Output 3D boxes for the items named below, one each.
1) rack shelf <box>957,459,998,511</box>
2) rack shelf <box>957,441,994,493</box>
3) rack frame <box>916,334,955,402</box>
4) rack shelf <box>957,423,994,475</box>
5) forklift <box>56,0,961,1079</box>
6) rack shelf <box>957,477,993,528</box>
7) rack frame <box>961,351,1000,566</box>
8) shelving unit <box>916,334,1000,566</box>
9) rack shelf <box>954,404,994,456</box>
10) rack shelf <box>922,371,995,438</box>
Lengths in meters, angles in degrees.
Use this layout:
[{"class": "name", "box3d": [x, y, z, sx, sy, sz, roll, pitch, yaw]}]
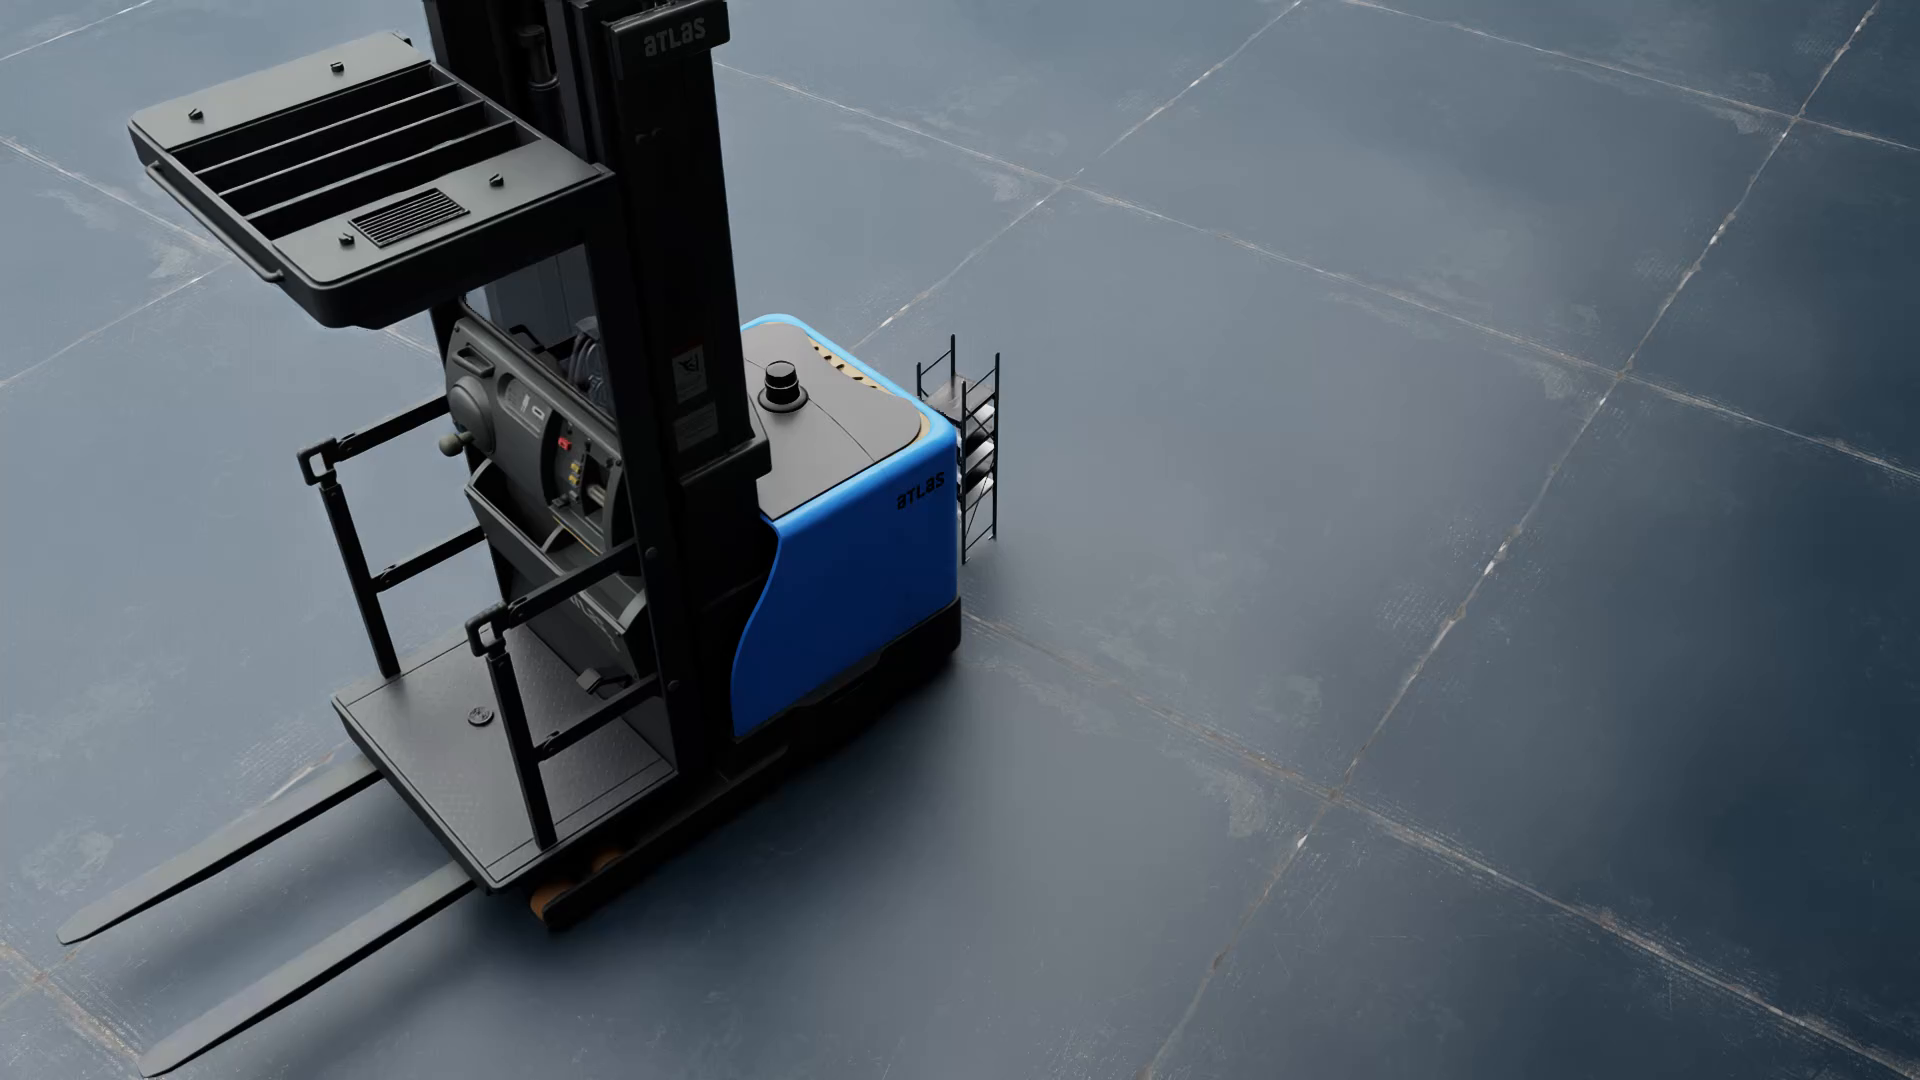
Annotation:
[{"class": "rack shelf", "box3d": [-0.007, -0.247, 6.536, 0.200, 0.077, 0.258, 25, 48, 25]}, {"class": "rack shelf", "box3d": [-0.007, -0.314, 6.476, 0.200, 0.077, 0.258, 25, 48, 25]}, {"class": "rack frame", "box3d": [-0.090, -0.377, 6.497, 0.006, 0.900, 0.240, 25, 48, 25]}, {"class": "rack shelf", "box3d": [-0.007, -0.381, 6.416, 0.200, 0.077, 0.258, 25, 48, 25]}, {"class": "forklift", "box3d": [-1.421, -0.246, 4.827, 3.031, 2.935, 1.130, -32, 51, -30]}, {"class": "rack shelf", "box3d": [-0.007, -0.179, 6.596, 0.200, 0.077, 0.258, 25, 48, 25]}, {"class": "rack frame", "box3d": [0.077, -0.300, 6.410, 0.006, 0.900, 0.240, 25, 48, 25]}, {"class": "shelving unit", "box3d": [-0.007, -0.338, 6.453, 0.210, 0.900, 0.258, 25, 48, 25]}, {"class": "rack shelf", "box3d": [-0.007, -0.448, 6.356, 0.200, 0.077, 0.258, 25, 48, 25]}, {"class": "rack shelf", "box3d": [-0.007, -0.515, 6.296, 0.200, 0.077, 0.258, 25, 48, 25]}]
